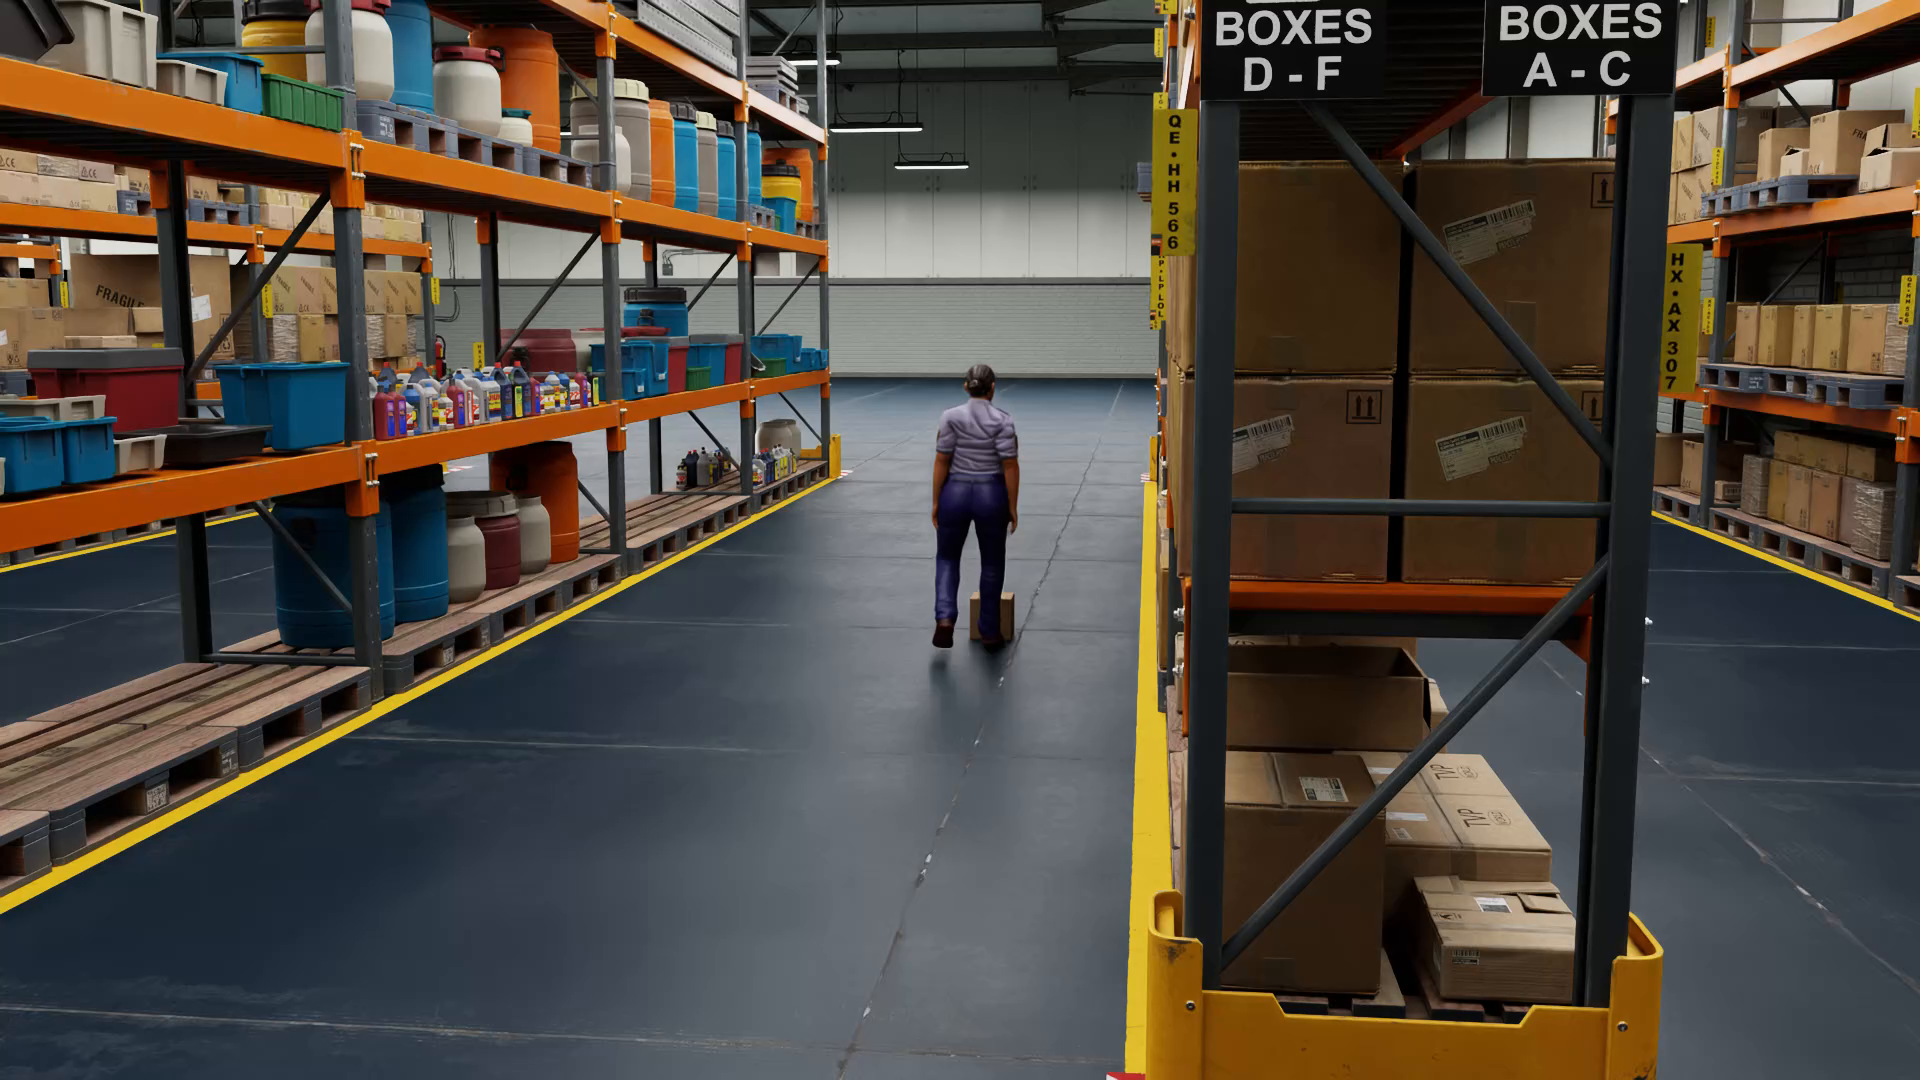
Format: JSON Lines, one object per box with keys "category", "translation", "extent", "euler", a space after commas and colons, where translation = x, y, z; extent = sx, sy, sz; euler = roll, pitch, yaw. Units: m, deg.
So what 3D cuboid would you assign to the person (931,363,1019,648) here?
{"category": "person", "translation": [0.097, -0.191, 9.654], "extent": [0.509, 1.663, 0.487], "euler": [1, 8, 6]}
